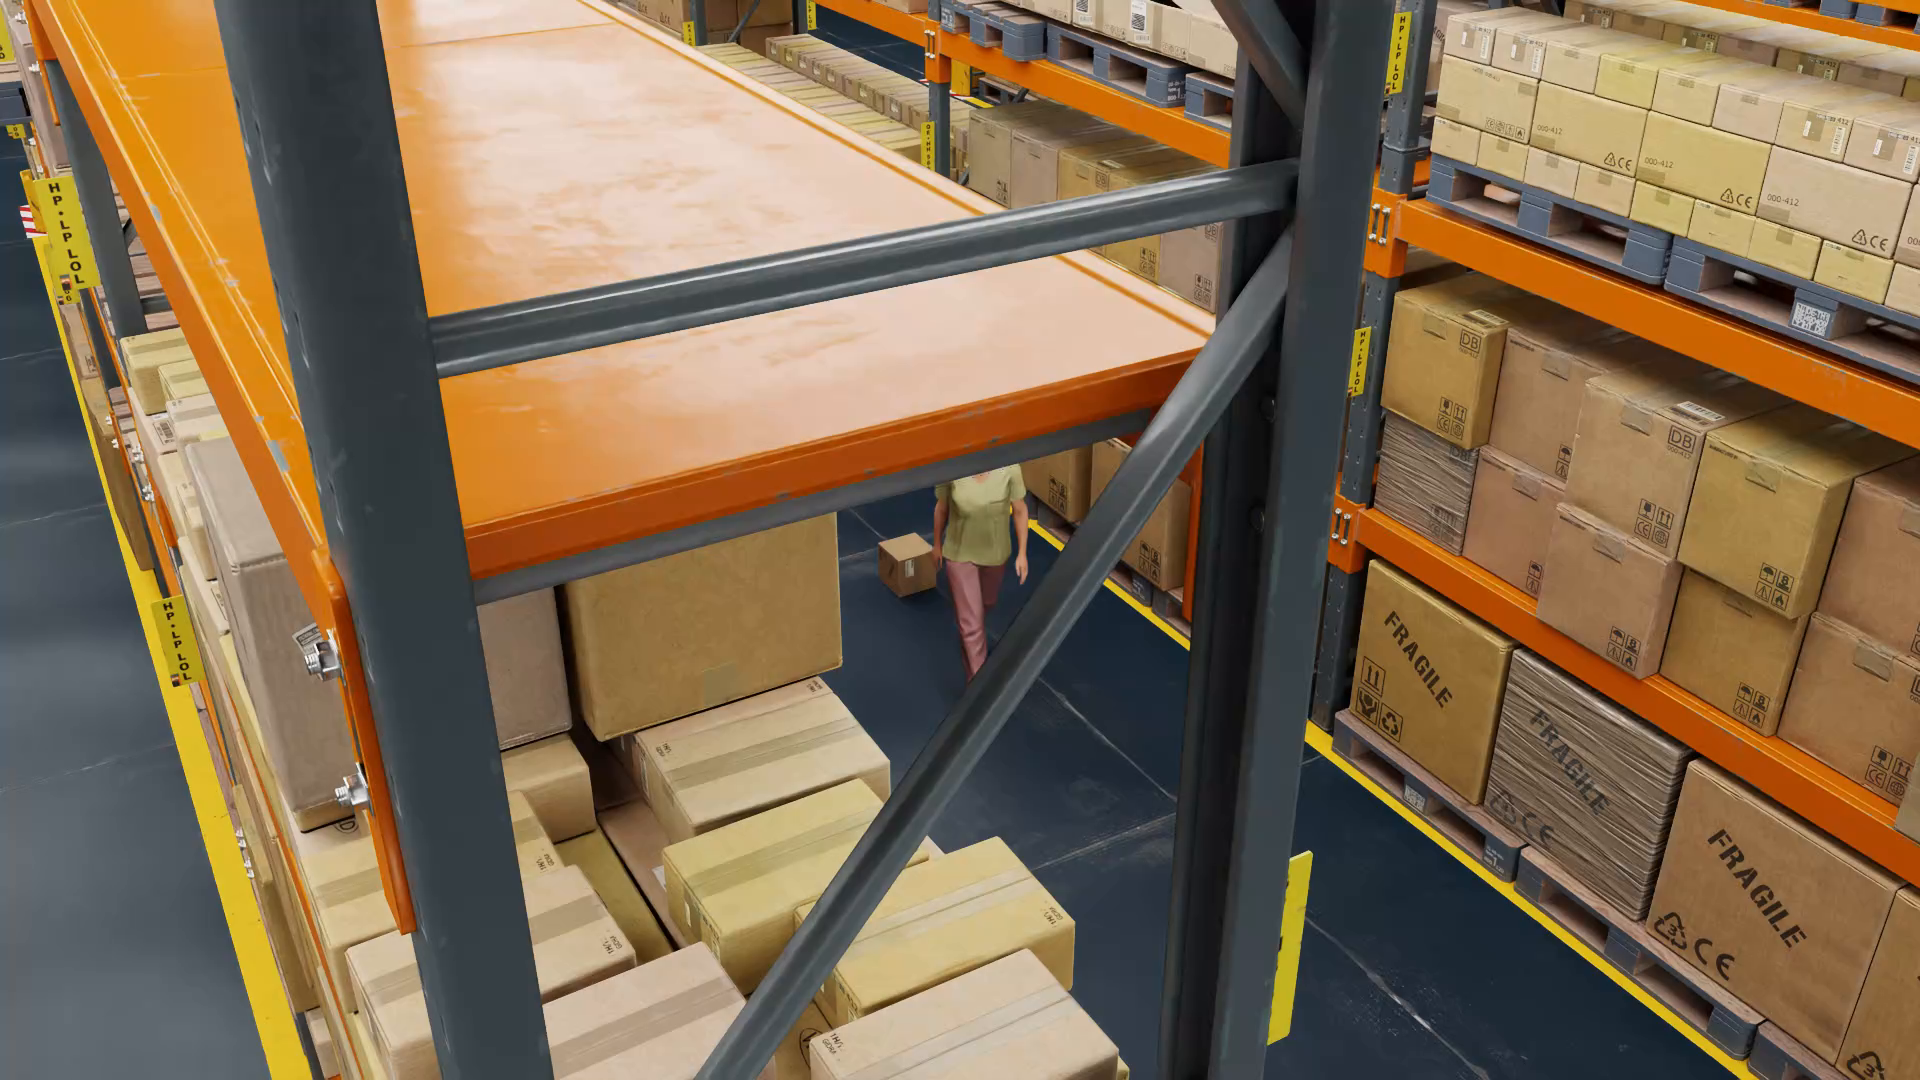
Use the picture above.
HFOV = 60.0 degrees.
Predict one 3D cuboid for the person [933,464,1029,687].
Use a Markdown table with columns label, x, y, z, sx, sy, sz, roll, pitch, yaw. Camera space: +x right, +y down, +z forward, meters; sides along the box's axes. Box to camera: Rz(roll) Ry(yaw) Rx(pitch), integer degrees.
| label | x | y | z | sx | sy | sz | roll | pitch | yaw |
| --- | --- | --- | --- | --- | --- | --- | --- | --- | --- |
| person | 0.109 | 0.066 | 8.460 | 0.460 | 1.623 | 1.028 | -6 | 30 | -10 |
